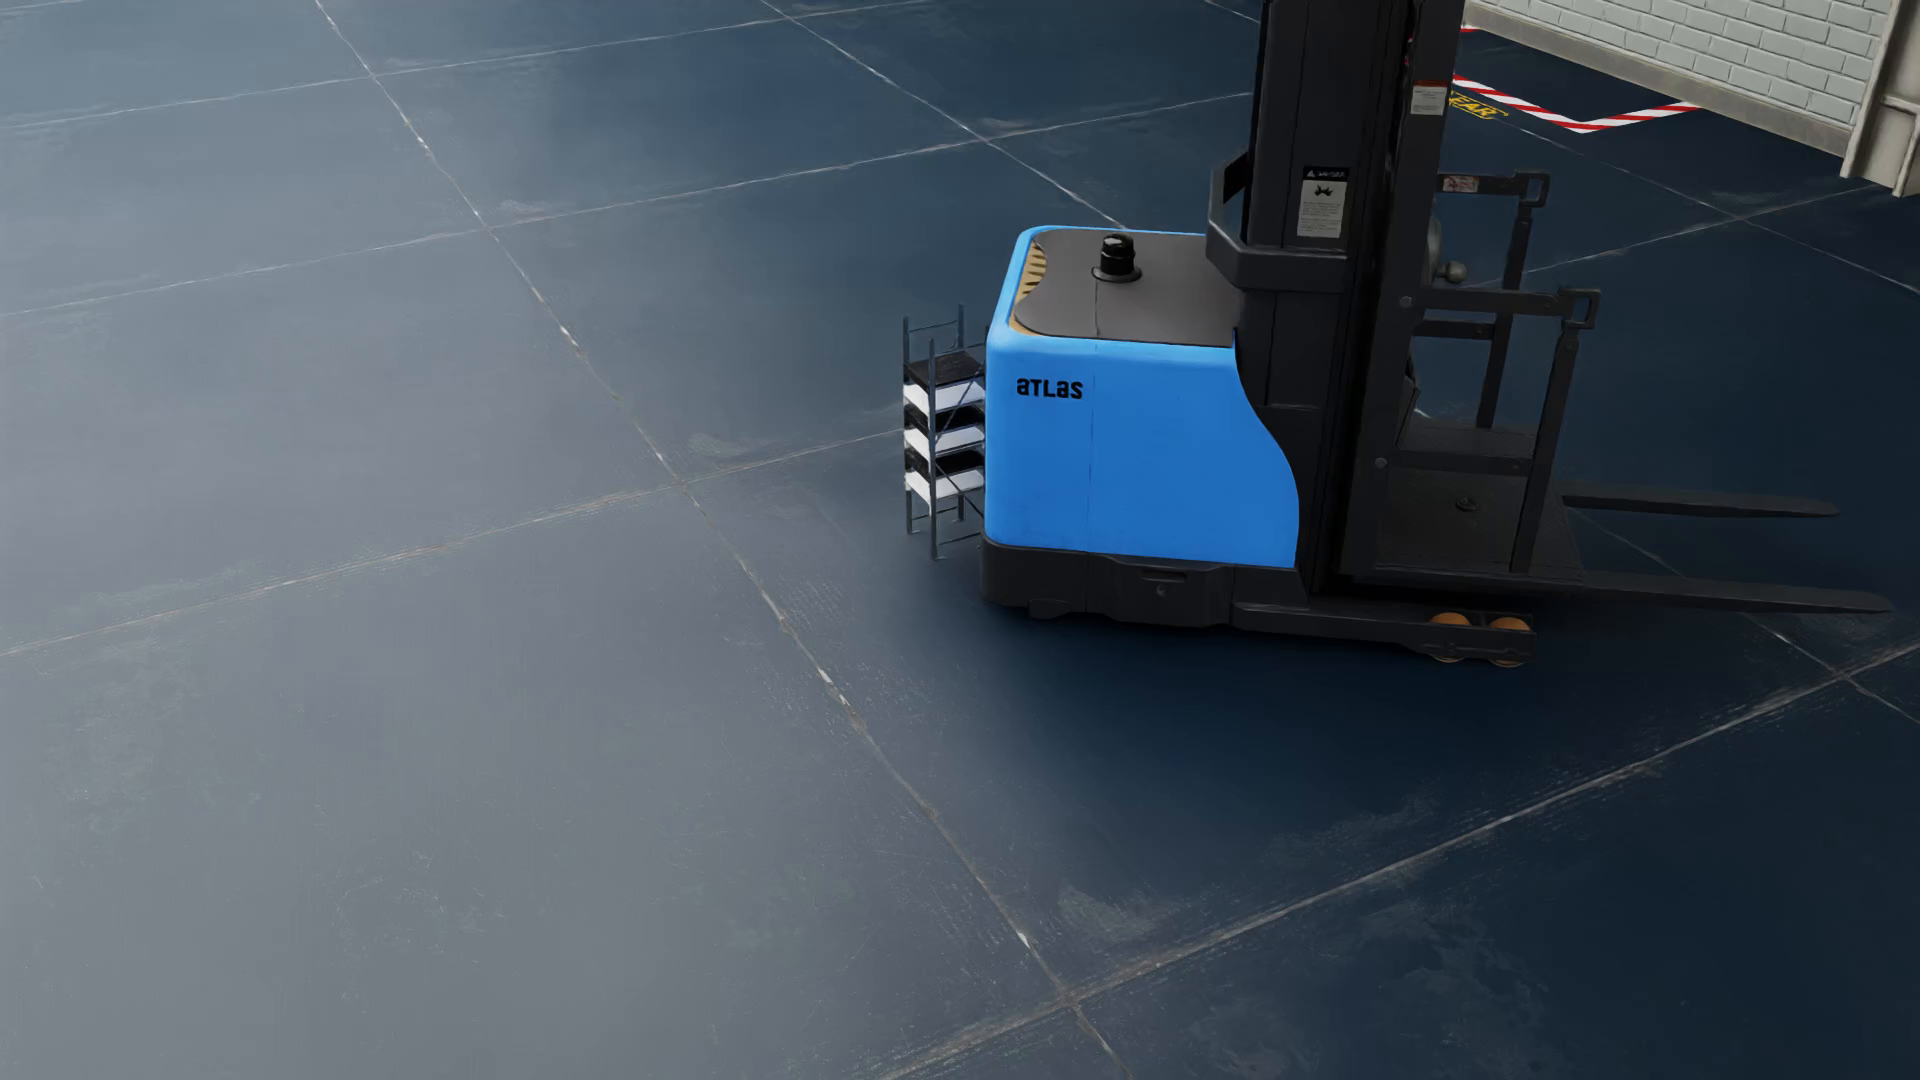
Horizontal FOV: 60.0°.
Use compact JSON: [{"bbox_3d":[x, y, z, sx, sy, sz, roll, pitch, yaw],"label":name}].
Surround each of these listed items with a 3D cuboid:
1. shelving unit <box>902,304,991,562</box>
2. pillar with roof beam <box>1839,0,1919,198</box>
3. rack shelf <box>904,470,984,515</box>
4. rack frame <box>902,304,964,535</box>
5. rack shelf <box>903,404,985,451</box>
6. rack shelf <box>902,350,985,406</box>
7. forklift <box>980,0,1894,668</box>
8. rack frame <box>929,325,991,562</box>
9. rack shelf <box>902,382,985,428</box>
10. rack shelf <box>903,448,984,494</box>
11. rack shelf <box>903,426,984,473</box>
[{"bbox_3d":[-0.047,-0.379,6.007,0.258,0.900,0.210,-16,36,-23],"label":"shelving unit"},{"bbox_3d":[1.441,-4.734,5.298,9.100,9.000,0.400,-16,36,-23],"label":"pillar with roof beam"},{"bbox_3d":[-0.047,-0.199,6.122,0.258,0.077,0.200,-16,36,-23],"label":"rack shelf"},{"bbox_3d":[-0.094,-0.427,6.083,0.240,0.900,0.006,-16,36,-23],"label":"rack frame"},{"bbox_3d":[-0.047,-0.427,5.977,0.258,0.077,0.200,-16,36,-23],"label":"rack shelf"},{"bbox_3d":[-0.047,-0.578,5.880,0.258,0.077,0.200,-16,36,-23],"label":"rack shelf"},{"bbox_3d":[1.632,-1.114,5.272,3.031,2.935,1.130,5,33,7],"label":"forklift"},{"bbox_3d":[0.001,-0.330,5.932,0.240,0.900,0.006,-16,36,-23],"label":"rack frame"},{"bbox_3d":[-0.047,-0.502,5.928,0.258,0.077,0.200,-16,36,-23],"label":"rack shelf"},{"bbox_3d":[-0.047,-0.275,6.074,0.258,0.077,0.200,-16,36,-23],"label":"rack shelf"},{"bbox_3d":[-0.047,-0.351,6.025,0.258,0.077,0.200,-16,36,-23],"label":"rack shelf"}]
